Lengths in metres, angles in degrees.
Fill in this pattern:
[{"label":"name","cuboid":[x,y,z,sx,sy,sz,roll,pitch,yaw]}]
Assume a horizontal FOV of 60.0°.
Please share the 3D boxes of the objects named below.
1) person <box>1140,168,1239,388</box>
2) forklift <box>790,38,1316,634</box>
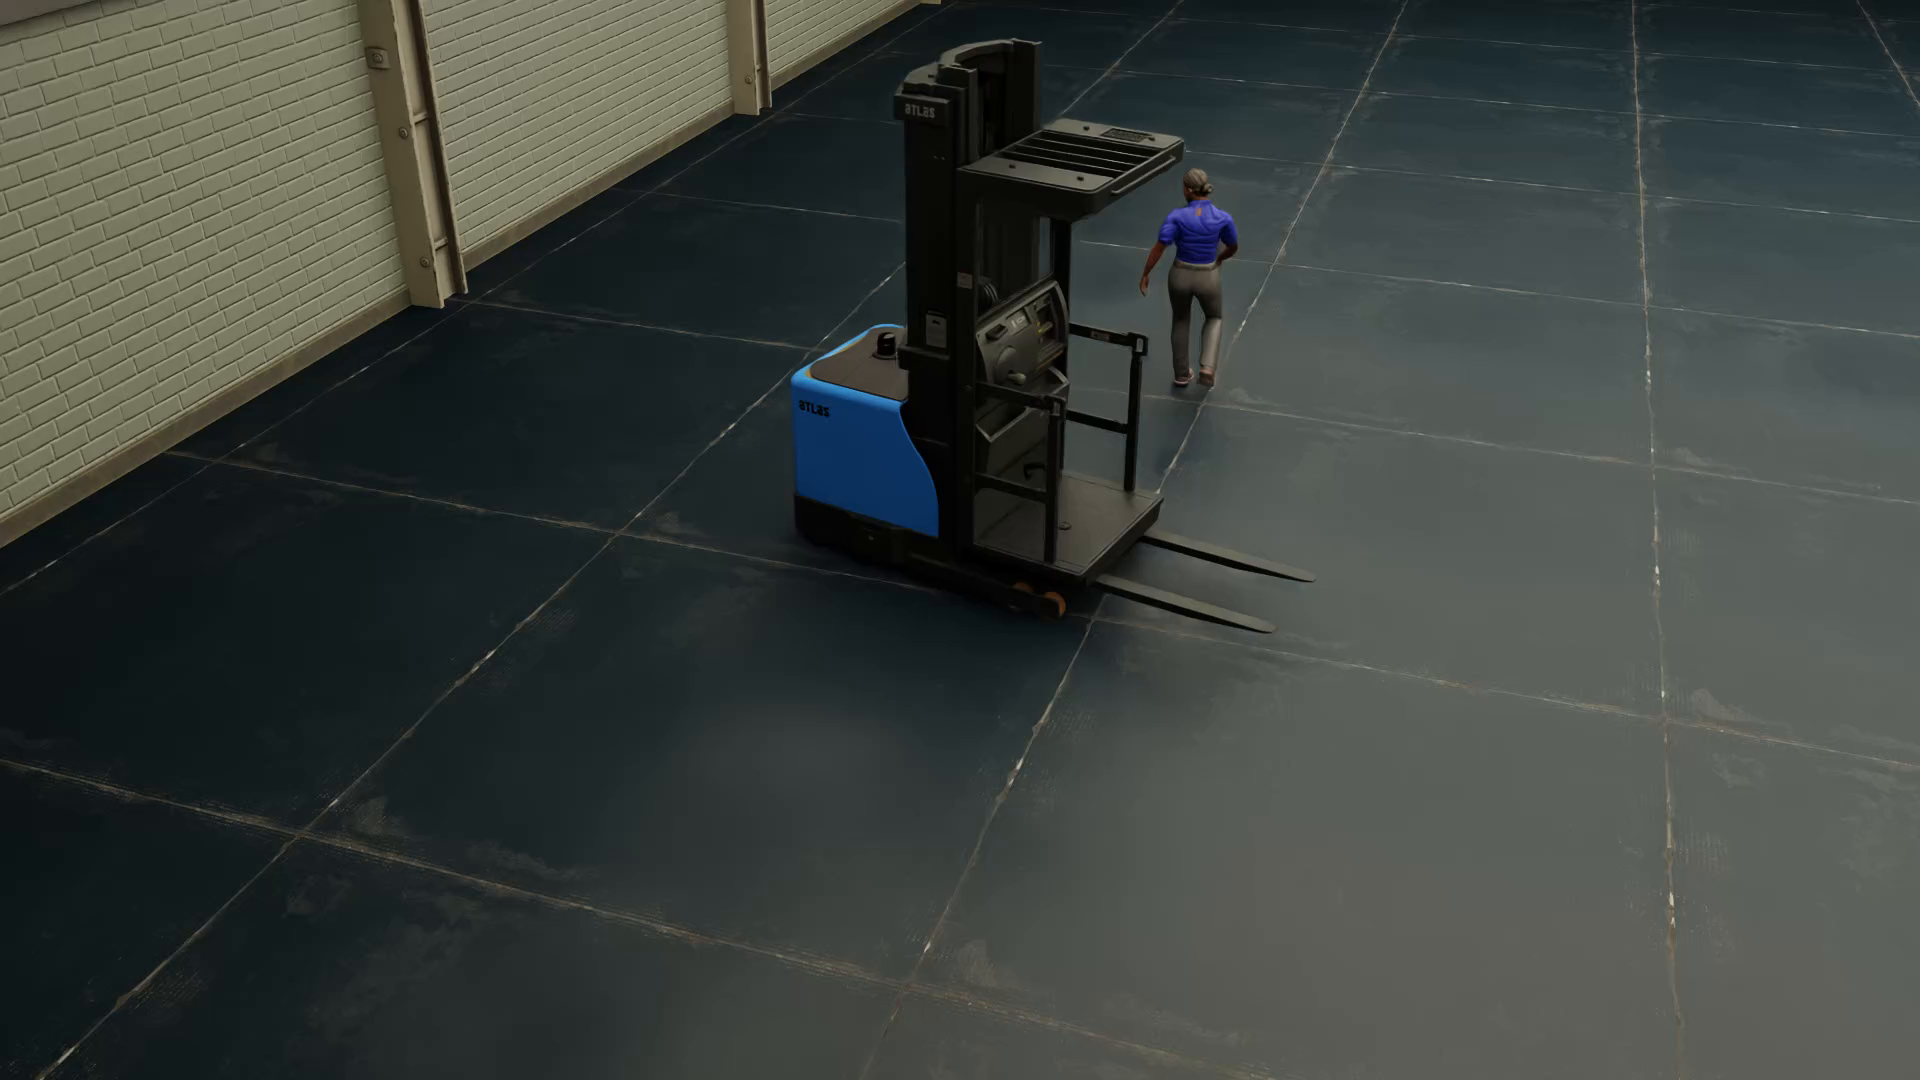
[{"label":"person","cuboid":[1.607,-1.838,11.700,0.659,1.619,0.497,6,30,11]},{"label":"forklift","cuboid":[0.524,-1.118,9.098,3.031,2.935,1.130,17,34,27]}]
